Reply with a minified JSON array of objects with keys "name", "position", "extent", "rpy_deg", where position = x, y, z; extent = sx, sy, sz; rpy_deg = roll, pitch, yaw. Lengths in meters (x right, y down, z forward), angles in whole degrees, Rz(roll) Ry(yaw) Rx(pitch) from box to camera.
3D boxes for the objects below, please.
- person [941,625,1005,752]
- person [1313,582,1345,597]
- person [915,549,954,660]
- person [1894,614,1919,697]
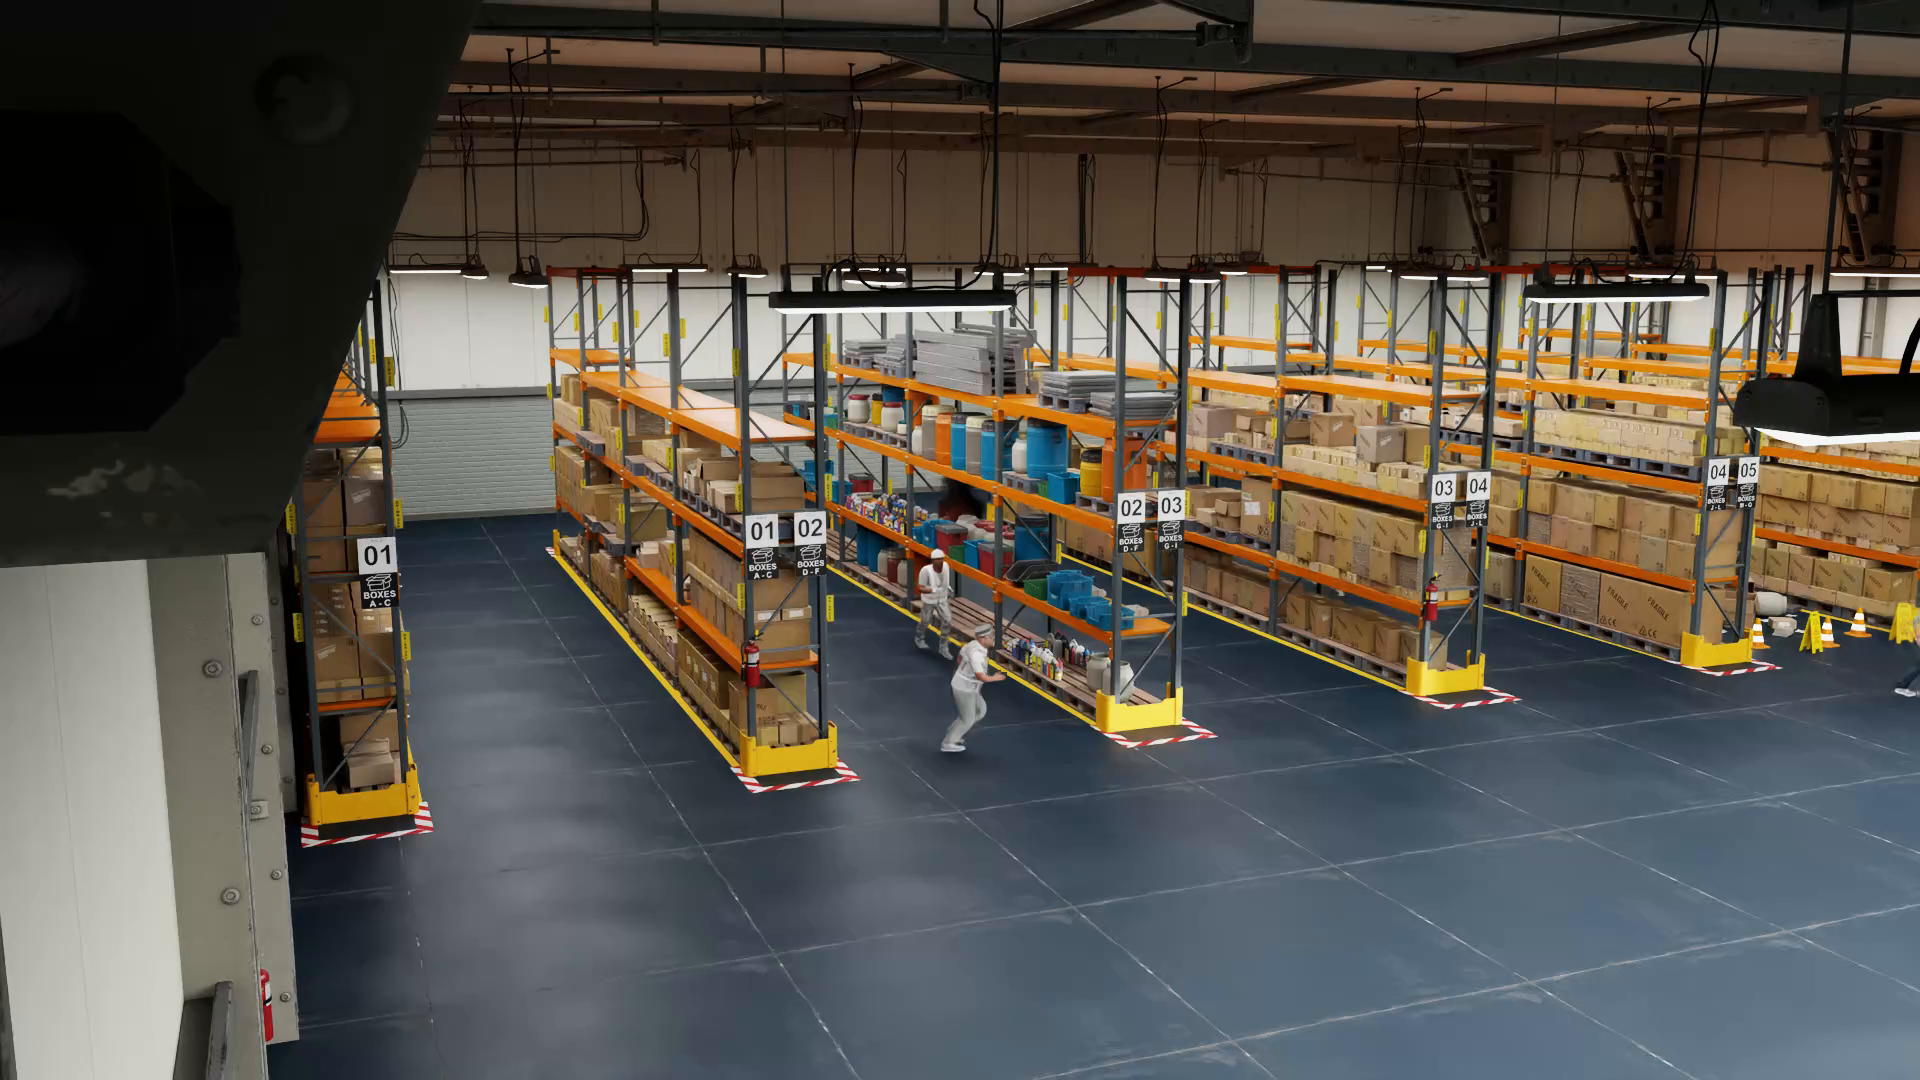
[{"name":"person","position":[0.164,1.875,21.132],"extent":[0.831,1.655,0.668],"rpy_deg":[0,10,-2]},{"name":"person","position":[6.944,0.178,31.006],"extent":[0.707,1.616,1.121],"rpy_deg":[-3,10,-18]},{"name":"person","position":[-0.389,0.974,26.053],"extent":[0.712,1.753,0.999],"rpy_deg":[-5,11,-26]},{"name":"person","position":[13.649,1.502,23.427],"extent":[0.747,1.556,0.609],"rpy_deg":[10,14,44]}]
